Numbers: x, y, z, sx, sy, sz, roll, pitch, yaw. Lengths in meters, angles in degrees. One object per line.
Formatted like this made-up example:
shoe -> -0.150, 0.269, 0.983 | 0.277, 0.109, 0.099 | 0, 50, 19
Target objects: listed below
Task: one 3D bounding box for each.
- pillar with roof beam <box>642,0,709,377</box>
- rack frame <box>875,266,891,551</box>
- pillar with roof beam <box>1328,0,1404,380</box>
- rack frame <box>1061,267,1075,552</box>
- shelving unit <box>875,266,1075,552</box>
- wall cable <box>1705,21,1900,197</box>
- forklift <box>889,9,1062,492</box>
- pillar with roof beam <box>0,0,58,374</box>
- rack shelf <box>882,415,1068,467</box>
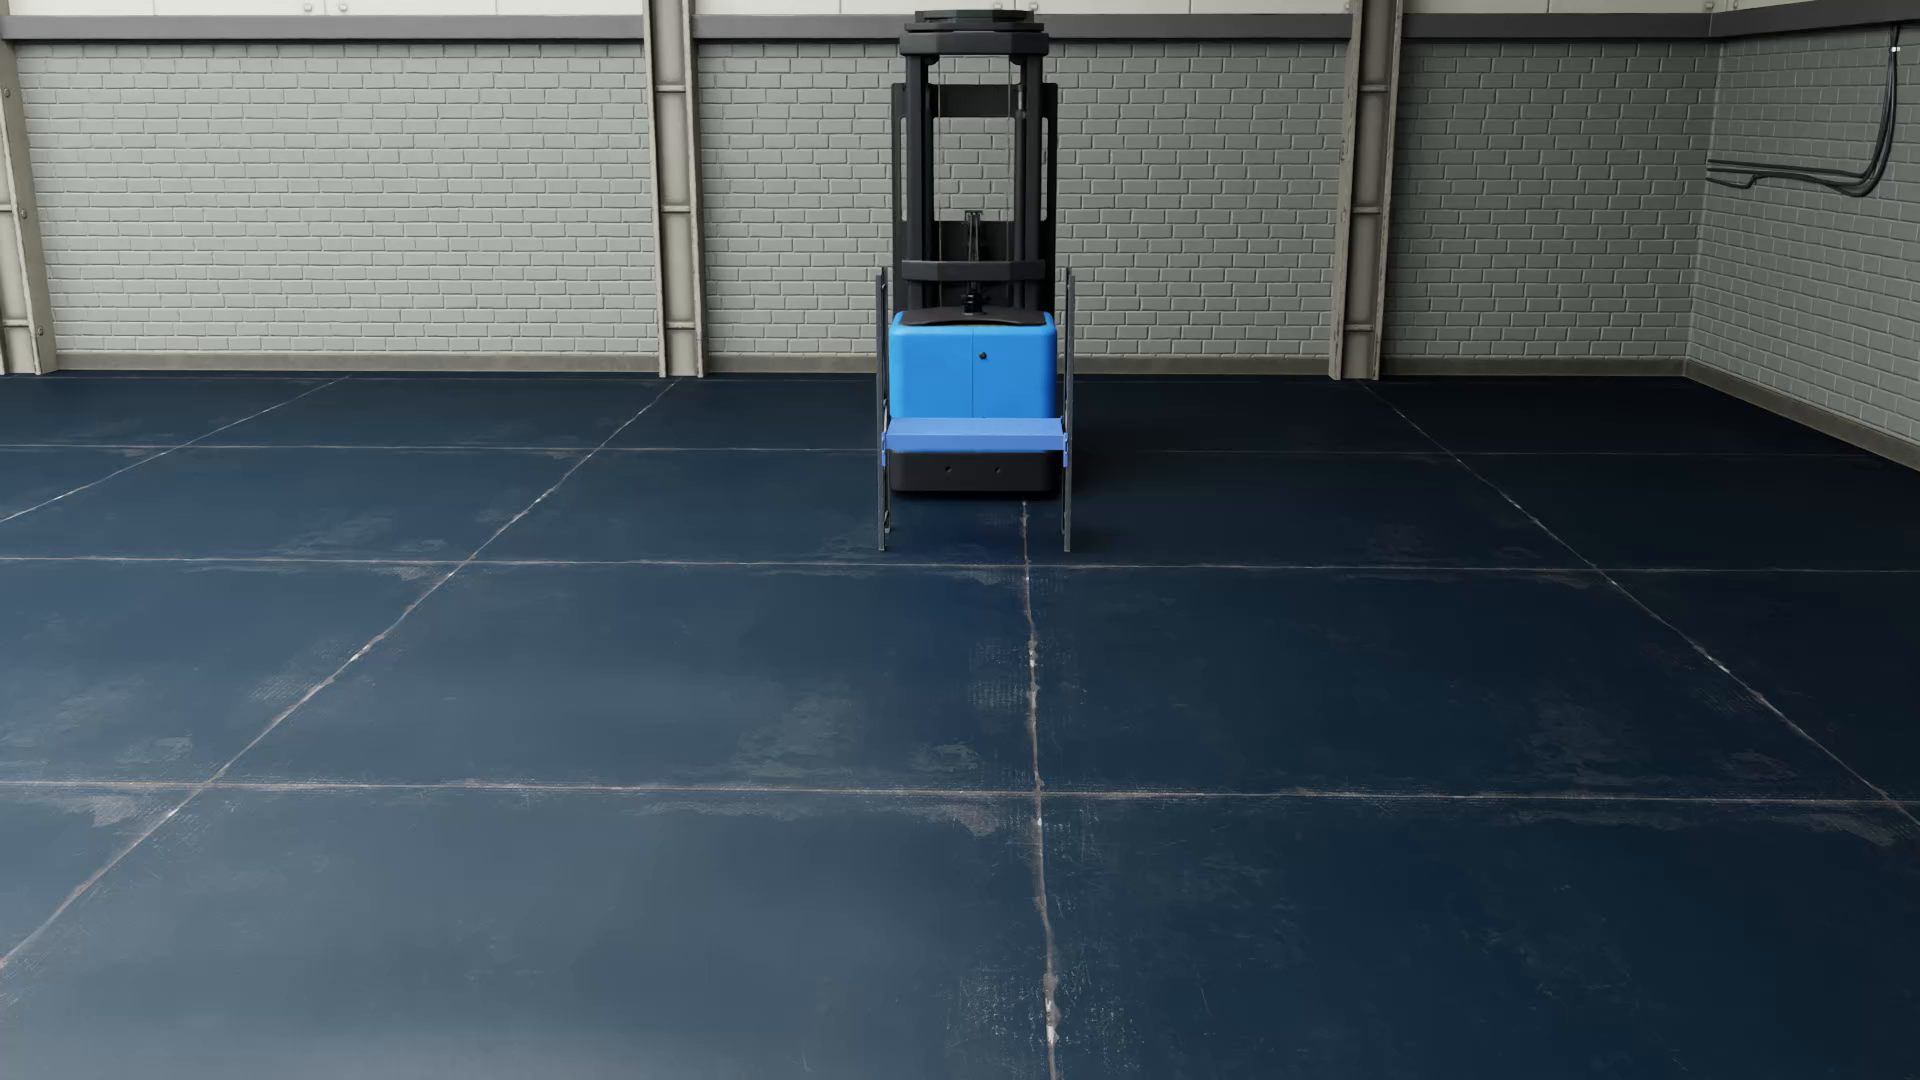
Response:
pillar with roof beam -> -2.594, -4.748, 9.697 | 0.400, 9.000, 9.100 | 0, 15, 1
rack frame -> -0.423, -0.728, 9.159 | 0.032, 1.500, 0.500 | 0, 15, 1
pillar with roof beam -> 3.405, -4.709, 9.549 | 0.400, 9.000, 9.100 | 0, 15, 1
rack frame -> 0.593, -0.721, 9.134 | 0.032, 1.500, 0.500 | 0, 15, 1
shelving unit -> 0.085, -0.725, 9.147 | 1.048, 1.500, 0.538 | 0, 15, 1
wall cable -> 6.426, -3.949, 12.755 | 0.112, 2.526, 3.097 | 0, 15, 1
forklift -> 0.096, -2.033, 11.298 | 1.130, 2.935, 3.031 | 0, 15, 1
pillar with roof beam -> -8.592, -4.787, 9.845 | 0.400, 9.000, 9.100 | 0, 15, 1
rack shelf -> 0.085, -0.551, 9.192 | 1.000, 0.185, 0.538 | 0, 15, 1
